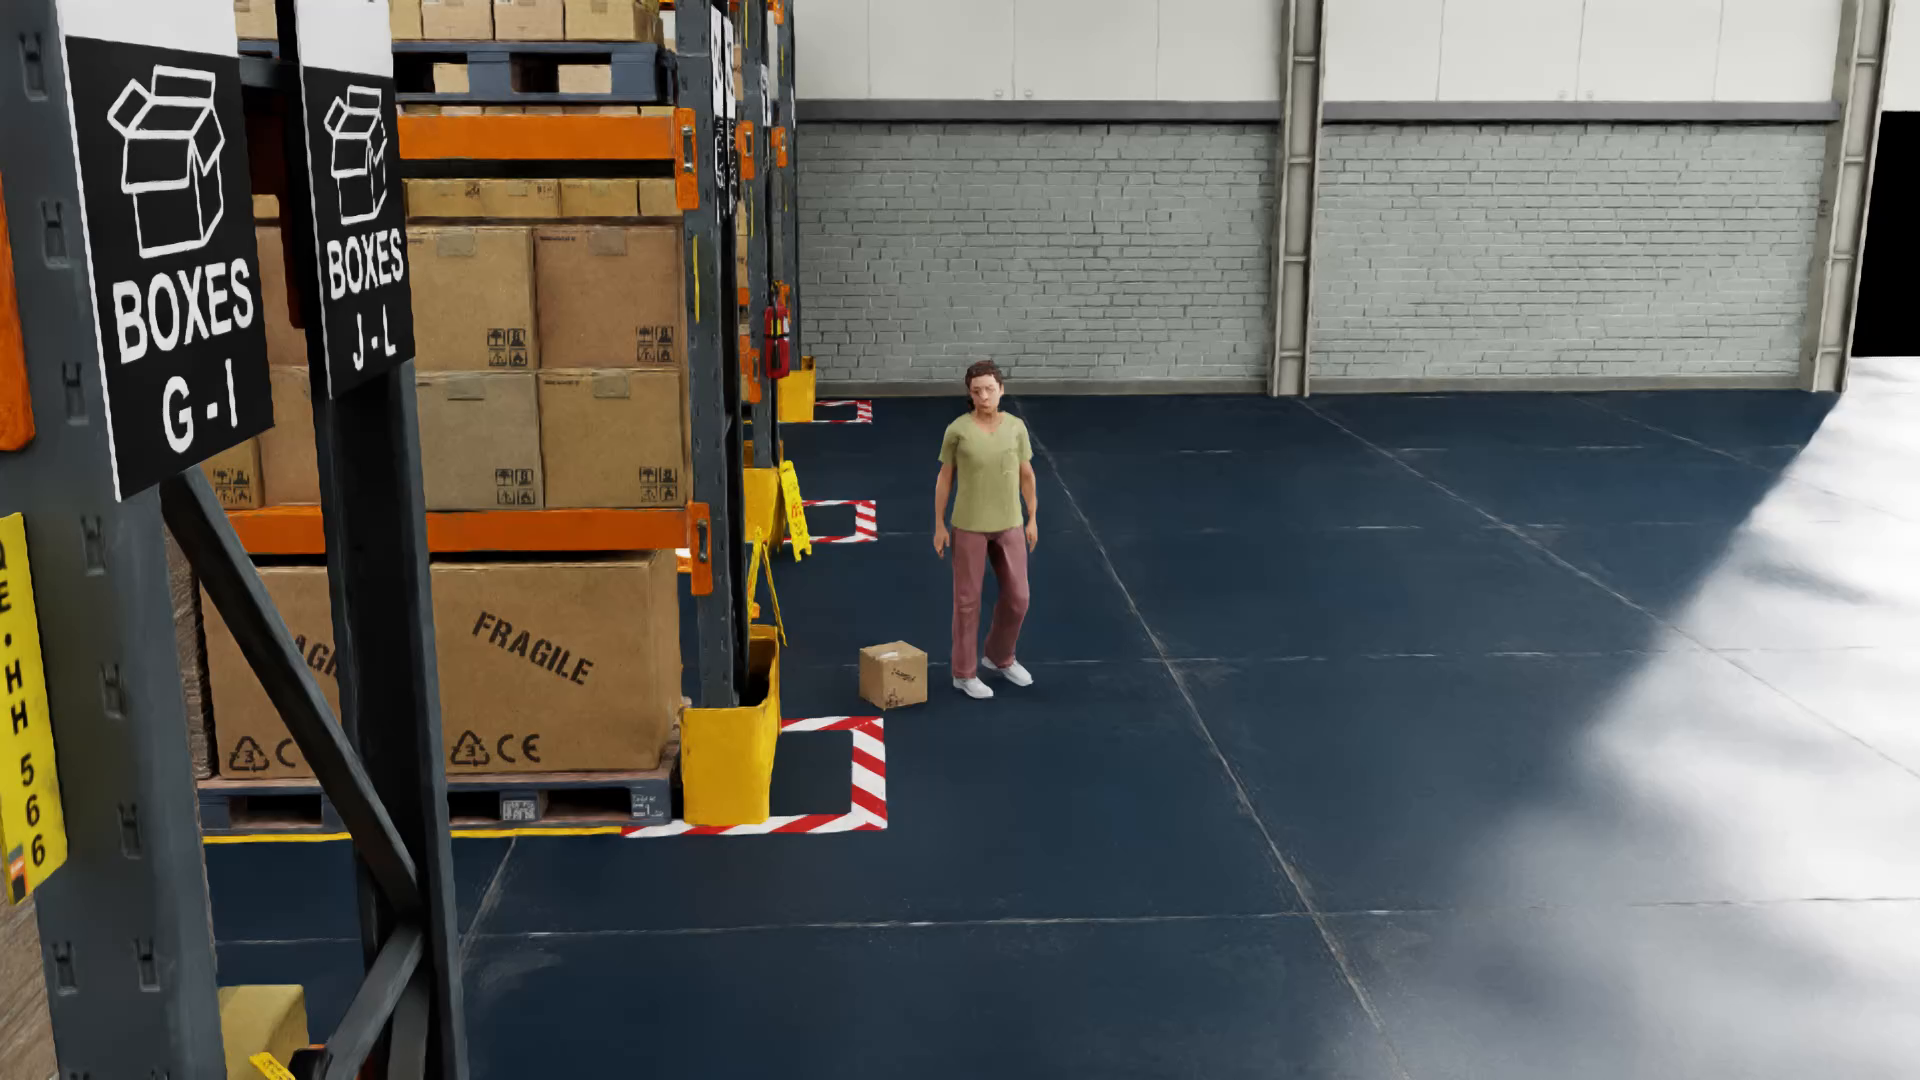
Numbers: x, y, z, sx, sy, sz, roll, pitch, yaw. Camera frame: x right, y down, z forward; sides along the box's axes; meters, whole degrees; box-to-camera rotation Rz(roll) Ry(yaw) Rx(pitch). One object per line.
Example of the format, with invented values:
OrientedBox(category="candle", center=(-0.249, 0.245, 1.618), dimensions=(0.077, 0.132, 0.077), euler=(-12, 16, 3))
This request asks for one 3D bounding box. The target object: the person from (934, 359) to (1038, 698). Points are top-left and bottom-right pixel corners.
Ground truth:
OrientedBox(category="person", center=(0.126, -0.060, 8.256), dimensions=(0.528, 1.676, 0.394), euler=(-3, 14, -13))
